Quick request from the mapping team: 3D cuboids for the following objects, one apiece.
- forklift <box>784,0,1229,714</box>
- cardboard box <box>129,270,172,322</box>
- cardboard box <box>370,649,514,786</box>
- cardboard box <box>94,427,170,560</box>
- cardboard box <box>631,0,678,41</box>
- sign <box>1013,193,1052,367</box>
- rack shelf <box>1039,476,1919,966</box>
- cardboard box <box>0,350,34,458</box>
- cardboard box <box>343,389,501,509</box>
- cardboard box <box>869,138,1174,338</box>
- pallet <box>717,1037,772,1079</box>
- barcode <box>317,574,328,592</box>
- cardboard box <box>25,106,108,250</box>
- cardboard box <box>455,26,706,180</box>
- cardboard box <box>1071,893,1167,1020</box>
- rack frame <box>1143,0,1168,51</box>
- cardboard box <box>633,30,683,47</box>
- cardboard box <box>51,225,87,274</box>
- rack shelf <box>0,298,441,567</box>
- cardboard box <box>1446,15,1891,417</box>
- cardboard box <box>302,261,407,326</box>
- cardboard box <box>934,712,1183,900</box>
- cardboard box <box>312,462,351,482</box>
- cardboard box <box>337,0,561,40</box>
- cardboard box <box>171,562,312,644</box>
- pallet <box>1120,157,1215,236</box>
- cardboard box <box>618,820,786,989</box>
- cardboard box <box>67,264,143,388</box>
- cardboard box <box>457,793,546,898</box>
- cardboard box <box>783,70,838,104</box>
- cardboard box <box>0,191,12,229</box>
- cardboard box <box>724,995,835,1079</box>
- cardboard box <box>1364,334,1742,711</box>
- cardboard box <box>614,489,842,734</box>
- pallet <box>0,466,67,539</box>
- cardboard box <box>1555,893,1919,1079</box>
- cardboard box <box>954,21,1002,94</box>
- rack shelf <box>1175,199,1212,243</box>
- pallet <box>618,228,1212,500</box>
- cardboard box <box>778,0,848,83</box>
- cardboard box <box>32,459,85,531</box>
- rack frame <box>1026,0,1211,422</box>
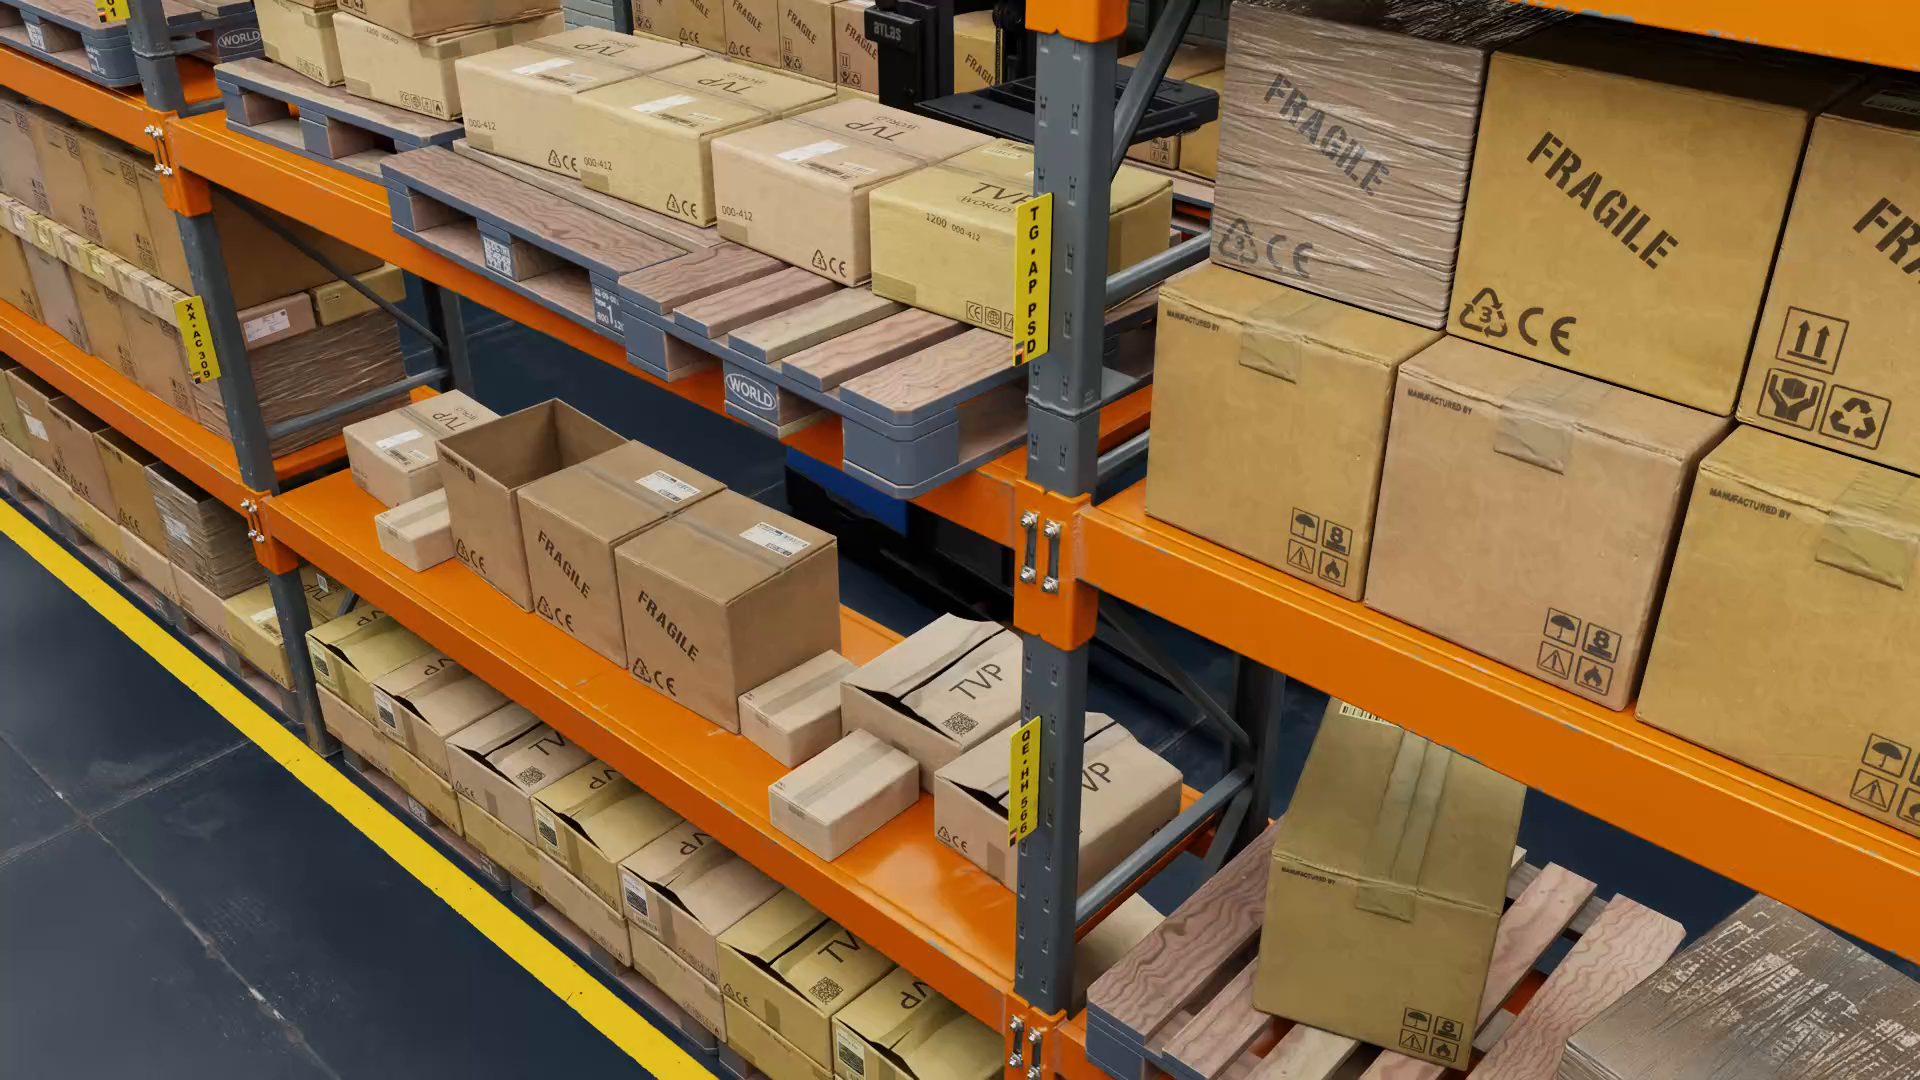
[{"bbox_3d":[0.416,-1.013,7.591,1.130,2.935,3.031,-25,39,-35],"label":"forklift"},{"bbox_3d":[-3.172,-1.056,6.870,0.250,0.149,0.380,24,38,34],"label":"cardboard box"},{"bbox_3d":[-1.942,0.624,6.520,0.500,0.311,0.500,25,39,35],"label":"cardboard box"},{"bbox_3d":[-3.676,-0.296,7.866,0.500,0.500,0.500,25,39,35],"label":"cardboard box"},{"bbox_3d":[-1.941,-3.813,11.574,0.500,0.500,0.500,25,39,35],"label":"cardboard box"},{"bbox_3d":[0.138,-0.494,3.176,0.005,0.325,0.100,25,39,35],"label":"sign"},{"bbox_3d":[1.999,0.552,2.713,4.000,0.370,1.077,25,39,35],"label":"rack shelf"},{"bbox_3d":[-4.795,-0.812,8.722,0.500,0.500,0.500,25,39,35],"label":"cardboard box"},{"bbox_3d":[-2.055,-0.329,6.534,0.500,0.250,0.500,-27,40,-37],"label":"cardboard box"},{"bbox_3d":[0.142,-0.699,3.833,0.500,0.250,0.500,22,37,32],"label":"cardboard box"},{"bbox_3d":[-0.068,1.732,5.668,1.213,0.211,1.003,25,39,35],"label":"pallet"},{"bbox_3d":[-2.539,0.171,6.623,0.075,0.075,0.001,25,39,35],"label":"barcode"},{"bbox_3d":[-3.529,-1.645,7.219,0.500,0.500,0.700,25,39,35],"label":"cardboard box"},{"bbox_3d":[-1.073,-1.263,4.769,0.500,0.250,0.500,21,37,31],"label":"cardboard box"},{"bbox_3d":[0.325,1.301,5.395,0.500,0.311,0.500,27,40,37],"label":"cardboard box"},{"bbox_3d":[0.872,-2.443,9.899,0.127,3.000,1.000,25,39,35],"label":"rack frame"},{"bbox_3d":[-1.945,-3.481,11.750,0.500,0.250,0.500,24,38,34],"label":"cardboard box"},{"bbox_3d":[-3.735,-1.320,7.309,0.250,0.149,0.380,26,40,36],"label":"cardboard box"},{"bbox_3d":[-3.932,-0.931,8.086,4.000,0.370,1.077,25,39,35],"label":"rack shelf"},{"bbox_3d":[1.214,-0.589,2.846,0.500,0.500,0.500,25,39,35],"label":"cardboard box"},{"bbox_3d":[-2.519,-1.035,6.835,0.250,0.149,0.380,25,39,35],"label":"cardboard box"},{"bbox_3d":[0.276,0.733,4.711,0.500,0.311,0.500,-27,40,-37],"label":"cardboard box"},{"bbox_3d":[-2.583,-0.151,7.624,0.500,0.500,0.500,25,39,35],"label":"cardboard box"},{"bbox_3d":[-1.581,-1.852,5.022,0.500,0.500,0.500,-25,39,-35],"label":"cardboard box"},{"bbox_3d":[-3.304,0.197,7.773,0.500,0.250,0.500,25,39,35],"label":"cardboard box"},{"bbox_3d":[1.341,-2.040,9.417,1.213,0.211,1.003,25,39,35],"label":"pallet"},{"bbox_3d":[-0.799,1.155,5.639,0.500,0.311,0.500,25,39,35],"label":"cardboard box"},{"bbox_3d":[-3.547,-1.096,7.566,0.500,0.500,0.700,26,39,36],"label":"cardboard box"},{"bbox_3d":[-1.552,1.041,6.371,0.500,0.250,0.500,24,38,34],"label":"cardboard box"},{"bbox_3d":[-0.803,-2.952,10.872,0.500,0.250,0.500,25,39,36],"label":"cardboard box"},{"bbox_3d":[-4.312,-1.589,7.756,0.250,0.149,0.380,24,39,35],"label":"cardboard box"},{"bbox_3d":[-0.422,1.569,5.493,0.500,0.250,0.500,25,39,35],"label":"cardboard box"},{"bbox_3d":[1.241,-0.176,3.129,0.500,0.500,0.910,25,39,35],"label":"cardboard box"},{"bbox_3d":[-0.739,0.220,5.380,0.500,0.500,0.500,23,38,33],"label":"cardboard box"},{"bbox_3d":[-4.820,-0.488,9.356,1.213,0.211,1.003,25,39,35],"label":"pallet"},{"bbox_3d":[1.609,1.179,3.379,0.700,0.500,0.500,-21,37,-31],"label":"cardboard box"},{"bbox_3d":[0.314,-2.754,9.815,0.500,0.500,0.500,25,39,35],"label":"cardboard box"},{"bbox_3d":[2.355,-1.442,8.935,4.000,0.370,1.077,25,39,35],"label":"rack shelf"},{"bbox_3d":[-0.047,-0.568,4.059,1.003,0.211,1.213,27,40,37],"label":"pallet"},{"bbox_3d":[-0.812,-3.282,10.693,0.500,0.500,0.500,26,40,36],"label":"cardboard box"},{"bbox_3d":[-4.423,-0.318,8.629,0.500,0.250,0.500,25,39,35],"label":"cardboard box"},{"bbox_3d":[0.516,-1.733,2.904,0.127,3.000,1.000,25,39,35],"label":"rack frame"}]
